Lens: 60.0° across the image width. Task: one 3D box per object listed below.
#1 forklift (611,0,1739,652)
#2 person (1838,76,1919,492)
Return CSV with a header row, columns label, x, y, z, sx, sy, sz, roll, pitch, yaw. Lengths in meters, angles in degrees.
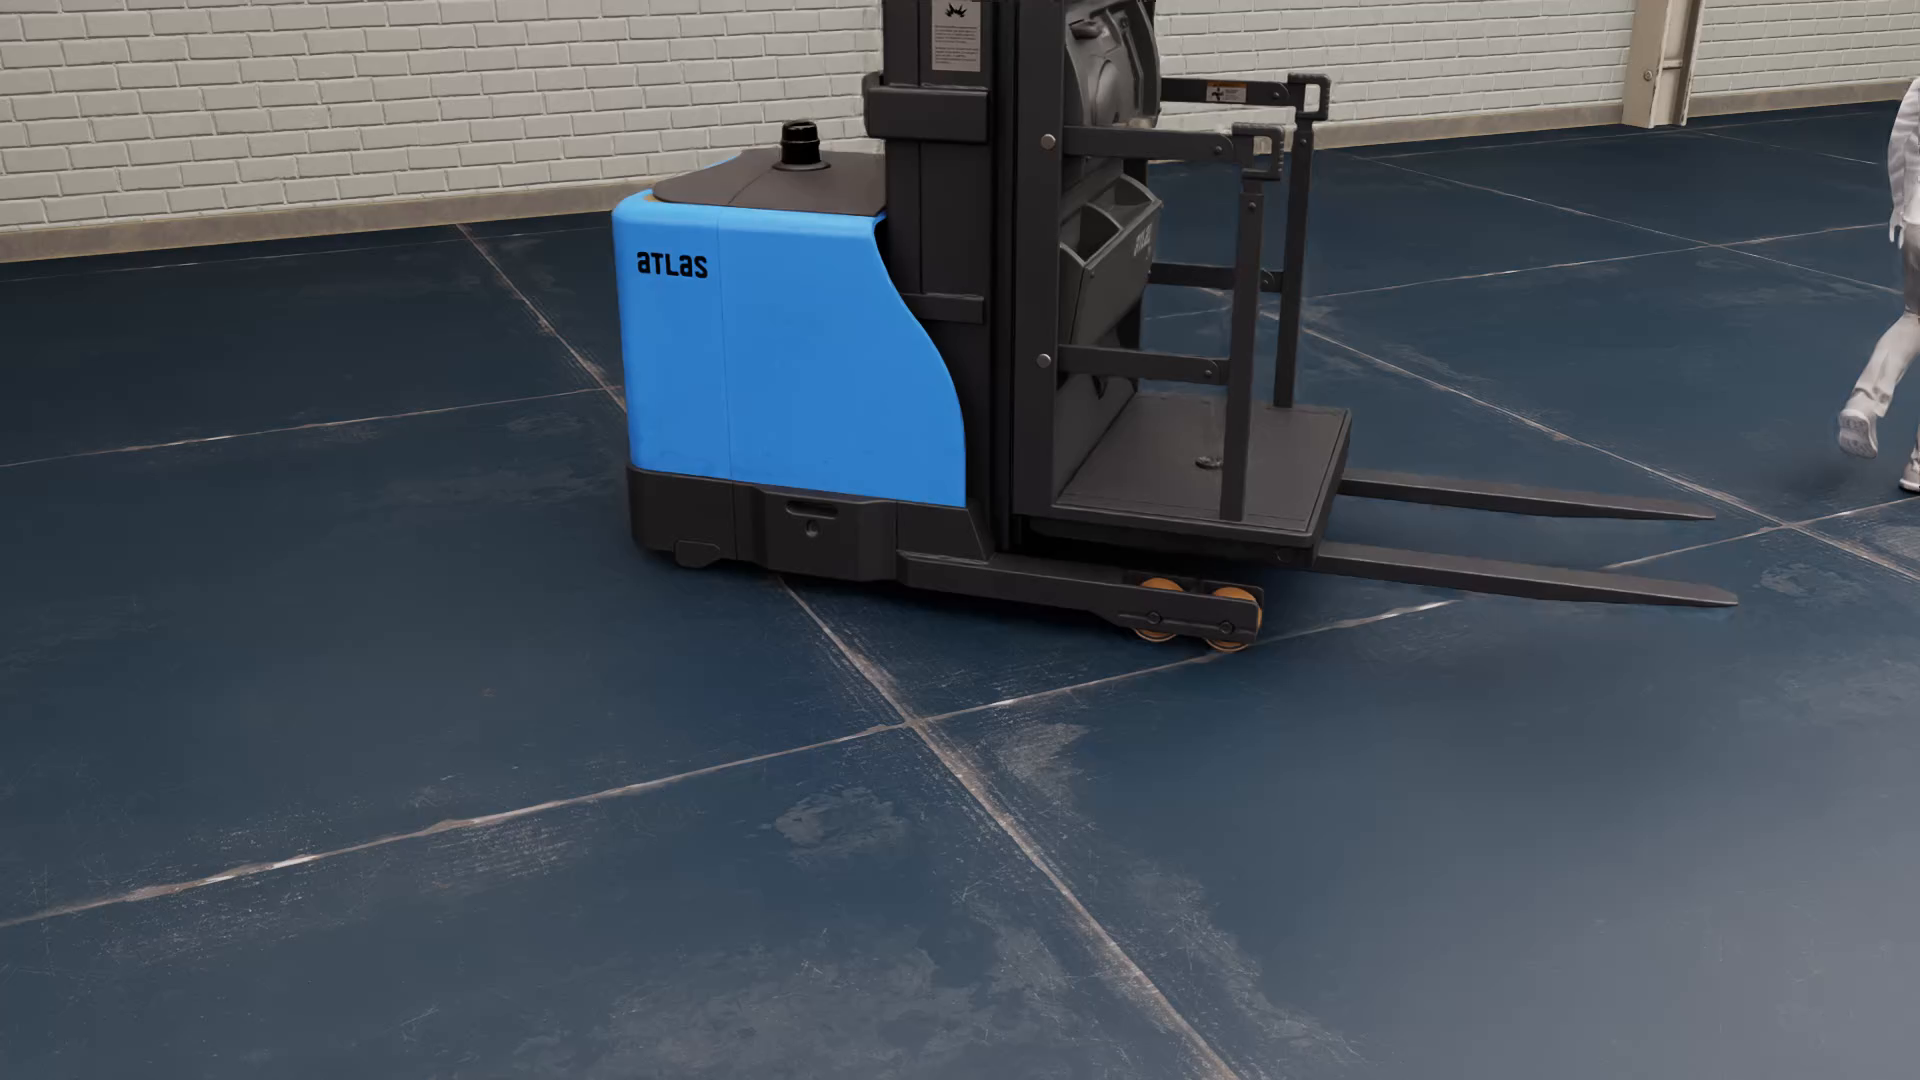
label,x,y,z,sx,sy,sz,roll,pitch,yaw
forklift,0.600,-1.287,4.384,3.031,2.935,1.130,7,24,16
person,3.182,-0.956,5.266,0.449,1.650,0.654,-12,25,-26
